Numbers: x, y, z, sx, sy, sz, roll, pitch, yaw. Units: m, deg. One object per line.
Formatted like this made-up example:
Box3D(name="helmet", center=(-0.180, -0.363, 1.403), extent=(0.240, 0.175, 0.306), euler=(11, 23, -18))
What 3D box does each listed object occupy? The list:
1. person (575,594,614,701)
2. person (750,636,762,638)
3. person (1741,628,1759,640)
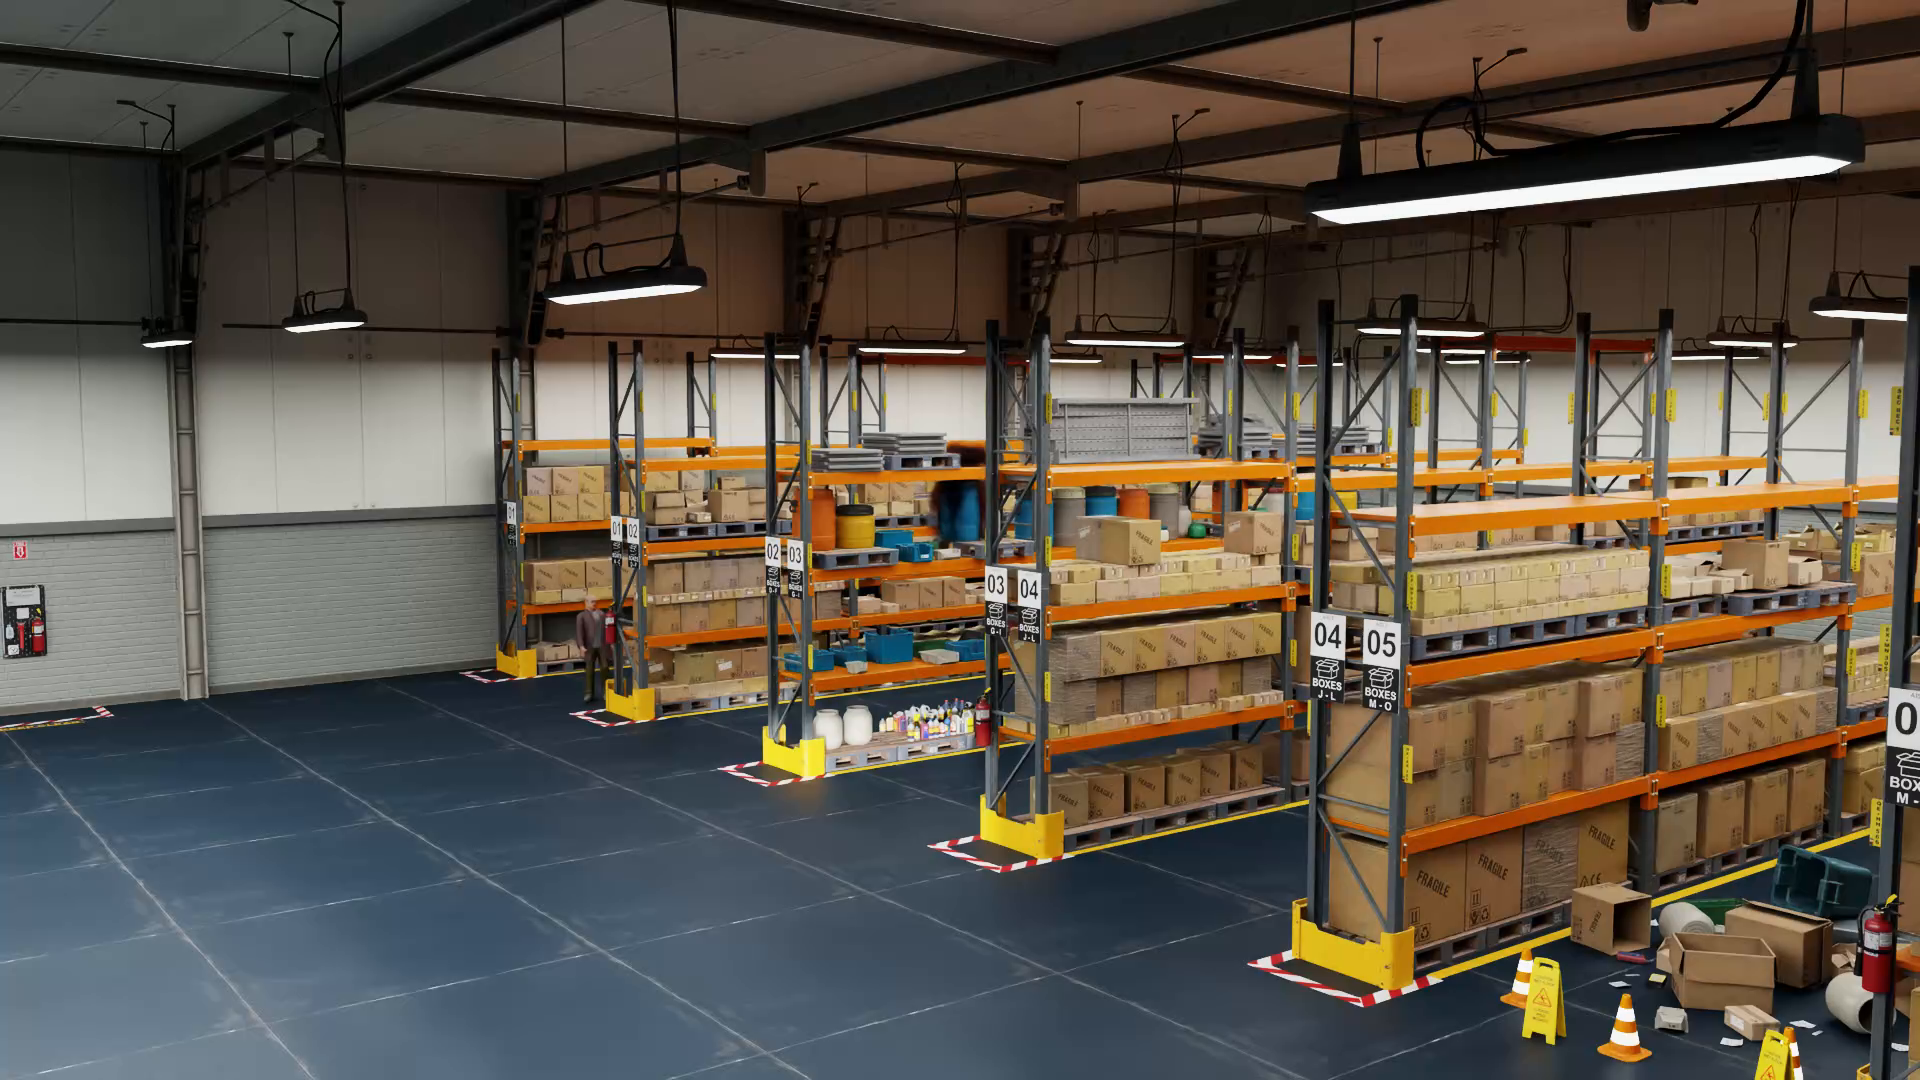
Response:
Box3D(name="person", center=(-6.154, 1.840, 28.069), extent=(0.663, 1.827, 0.574), euler=(-2, 5, -18))
Box3D(name="person", center=(-3.781, 1.684, 30.596), extent=(0.457, 1.584, 0.644), euler=(5, 7, 43))
Box3D(name="person", center=(12.079, 2.093, 25.575), extent=(0.948, 1.643, 0.558), euler=(-4, 6, -35))
